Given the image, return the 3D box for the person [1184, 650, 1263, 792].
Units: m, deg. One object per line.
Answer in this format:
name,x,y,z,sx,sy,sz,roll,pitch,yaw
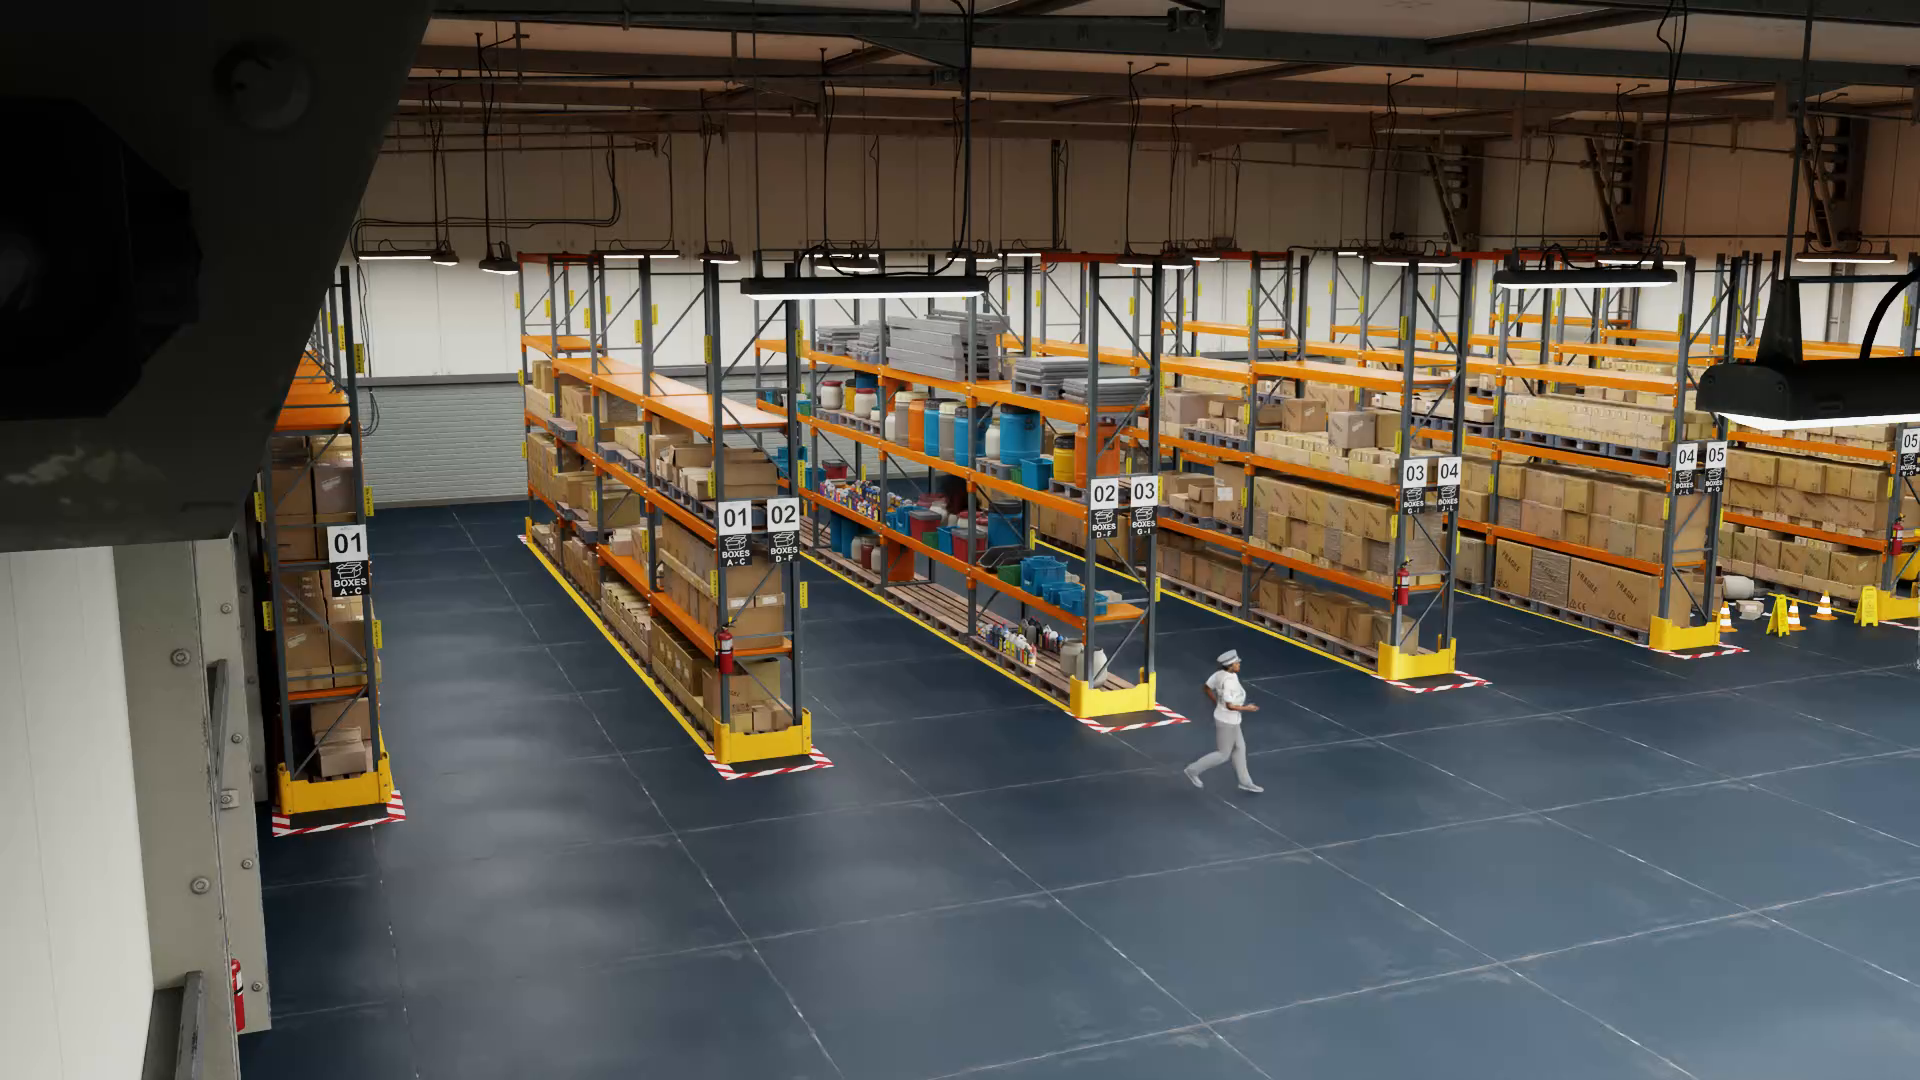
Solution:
person,3.024,2.076,18.955,0.931,1.698,0.585,0,10,1
